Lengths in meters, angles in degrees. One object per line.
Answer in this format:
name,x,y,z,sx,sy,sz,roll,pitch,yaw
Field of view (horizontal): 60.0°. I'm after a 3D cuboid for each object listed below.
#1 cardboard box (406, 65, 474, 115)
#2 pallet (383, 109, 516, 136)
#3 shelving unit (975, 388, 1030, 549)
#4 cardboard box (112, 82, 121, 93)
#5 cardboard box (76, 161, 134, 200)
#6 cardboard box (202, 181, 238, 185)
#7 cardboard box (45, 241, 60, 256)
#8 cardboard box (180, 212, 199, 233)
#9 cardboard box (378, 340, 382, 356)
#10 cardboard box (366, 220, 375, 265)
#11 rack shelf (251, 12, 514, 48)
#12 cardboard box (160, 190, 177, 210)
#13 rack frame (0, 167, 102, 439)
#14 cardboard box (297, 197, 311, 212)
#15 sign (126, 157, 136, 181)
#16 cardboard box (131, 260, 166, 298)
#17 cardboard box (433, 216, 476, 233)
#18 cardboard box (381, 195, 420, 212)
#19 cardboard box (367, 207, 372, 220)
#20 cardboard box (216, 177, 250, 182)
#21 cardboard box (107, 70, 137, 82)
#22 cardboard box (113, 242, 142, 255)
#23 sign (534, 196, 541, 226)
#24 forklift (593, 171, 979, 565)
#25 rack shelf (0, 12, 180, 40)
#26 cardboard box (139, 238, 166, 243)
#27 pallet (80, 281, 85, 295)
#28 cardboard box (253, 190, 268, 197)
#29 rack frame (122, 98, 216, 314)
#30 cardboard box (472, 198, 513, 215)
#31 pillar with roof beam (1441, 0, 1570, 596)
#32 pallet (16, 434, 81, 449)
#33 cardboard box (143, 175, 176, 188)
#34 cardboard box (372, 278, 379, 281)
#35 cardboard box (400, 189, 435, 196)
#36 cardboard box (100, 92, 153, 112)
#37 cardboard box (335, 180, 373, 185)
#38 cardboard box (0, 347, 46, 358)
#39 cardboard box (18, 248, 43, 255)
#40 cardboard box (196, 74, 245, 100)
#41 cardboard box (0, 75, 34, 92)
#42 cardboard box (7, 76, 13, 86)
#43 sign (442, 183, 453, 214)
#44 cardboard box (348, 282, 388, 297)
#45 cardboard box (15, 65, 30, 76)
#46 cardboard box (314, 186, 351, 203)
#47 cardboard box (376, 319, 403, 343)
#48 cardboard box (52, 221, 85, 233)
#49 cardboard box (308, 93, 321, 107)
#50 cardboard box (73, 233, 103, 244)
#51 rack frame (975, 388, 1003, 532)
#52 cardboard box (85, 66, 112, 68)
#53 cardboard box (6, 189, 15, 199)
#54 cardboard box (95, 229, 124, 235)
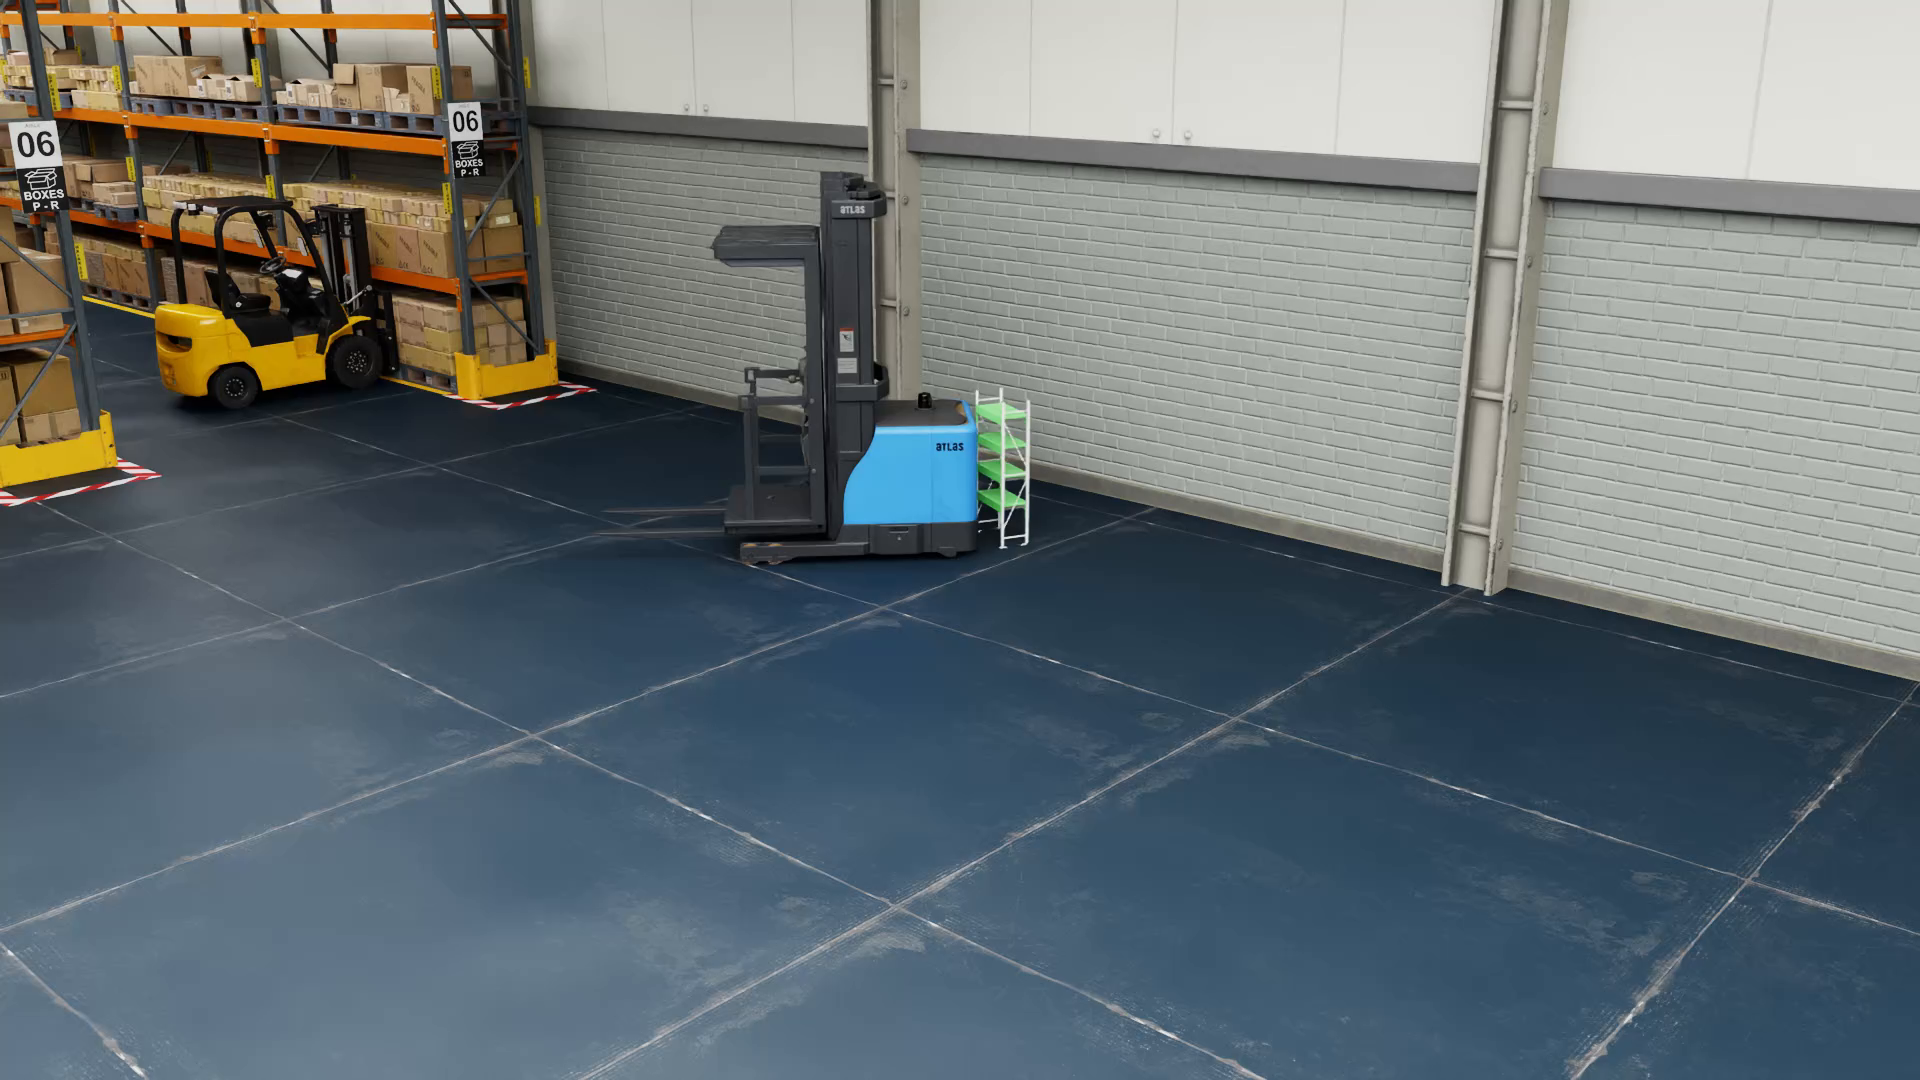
cardboard box,-5.667,-4.913,18.150,0.500,0.500,0.500,16,24,41
pallet,-5.686,-4.689,18.617,1.213,0.211,1.003,15,23,39
shelving unit,0.339,-0.585,13.472,0.258,1.200,0.503,-8,19,-23
cardboard box,-11.583,-6.325,23.214,0.250,0.149,0.380,16,23,40
cardboard box,-12.502,-5.296,24.474,0.637,0.503,0.797,14,23,38
cardboard box,-9.884,-4.699,22.223,0.250,0.149,0.380,15,23,39
cardboard box,-13.937,-4.424,26.031,0.500,0.500,0.500,16,24,42
cardboard box,-10.226,-4.341,22.578,0.500,0.250,0.500,14,22,38
cardboard box,-6.873,-2.370,19.973,0.500,0.250,0.500,16,24,41
cardboard box,-6.866,-3.549,19.669,0.500,0.500,0.500,15,23,40
rack shelf,-6.670,-5.882,19.118,4.000,0.370,1.077,15,23,39
cardboard box,-10.615,-4.682,22.827,0.500,0.250,0.500,16,24,41
rack frame,-8.467,-2.030,15.050,0.127,3.000,1.000,15,23,39
cardboard box,-7.908,-4.139,20.457,0.250,0.149,0.380,16,23,41
sign,-11.511,-5.150,23.097,0.005,0.325,0.100,15,23,39
cardboard box,-11.617,-3.805,24.081,0.500,0.500,0.500,16,24,41
cardboard box,-5.620,-3.517,18.498,0.250,0.149,0.380,15,23,40
cardboard box,-6.407,-3.860,19.086,0.250,0.149,0.380,16,23,41
cardboard box,-6.722,-3.840,19.514,0.250,0.149,0.380,15,23,39
cardboard box,-9.984,-4.901,22.858,0.250,0.149,0.380,15,23,39
cardboard box,-11.612,-6.452,23.123,0.250,0.149,0.380,16,24,41
cardboard box,-12.255,-4.294,24.549,0.250,0.149,0.380,16,24,41
sign,-4.802,-3.729,18.840,0.005,0.325,0.100,15,23,39
forklift,-1.393,-1.366,13.072,3.031,2.935,1.130,-1,18,-4
rack shelf,-12.654,-7.488,24.180,4.000,0.370,1.077,15,23,39
cardboard box,-12.131,-4.462,25.077,0.250,0.149,0.380,14,23,38
pallet,-13.516,-4.080,26.117,1.213,0.211,1.003,15,23,39
cardboard box,-8.774,-4.380,21.217,0.250,0.149,0.380,15,23,38
rack frame,-11.158,-4.760,23.653,0.127,3.000,1.000,15,23,39
cardboard box,-5.284,-3.768,18.798,0.250,0.149,0.380,14,23,38
pillar with roof beam,1.021,-2.974,8.106,0.400,9.000,9.100,15,23,39
pallet,-9.108,-0.888,16.059,1.213,0.211,1.003,15,23,39
cardboard box,-11.115,-4.987,23.128,0.250,0.149,0.380,16,24,41
cardboard box,-7.281,-3.170,20.840,0.500,0.250,0.500,15,23,38
cardboard box,-6.422,-4.085,19.797,0.250,0.149,0.380,15,23,40
cardboard box,-11.703,-6.167,23.373,0.500,0.250,0.500,14,22,37
cardboard box,-7.567,-4.400,20.789,0.250,0.149,0.380,14,23,38
cardboard box,-9.298,-1.610,16.339,0.500,0.500,0.500,14,22,37
cardboard box,-9.026,-2.481,15.813,0.500,0.500,0.500,16,24,41
cardboard box,-9.444,-5.837,21.373,0.500,0.311,0.500,14,22,37
cardboard box,-14.677,-7.104,25.834,0.500,0.250,0.500,15,23,39
cardboard box,-14.190,-6.971,25.216,0.250,0.149,0.380,15,23,40
sign,-5.545,-3.699,18.002,0.005,0.325,0.100,15,23,39
cardboard box,-7.257,-2.953,20.156,0.500,0.250,0.500,16,24,41
cardboard box,-13.971,-7.066,25.024,0.250,0.149,0.380,16,23,40
cardboard box,-7.548,-4.168,20.058,0.250,0.149,0.380,16,23,40
cardboard box,-6.514,-2.511,19.590,0.500,0.250,0.500,14,23,38
cardboard box,-13.832,-4.850,25.808,0.250,0.149,0.380,14,22,37
cardboard box,-7.457,-5.202,19.641,0.250,0.149,0.380,16,24,41
cardboard box,-13.386,-4.610,25.545,0.250,0.149,0.380,15,23,38
rack frame,0.237,-0.652,13.683,0.240,1.200,0.015,-8,19,-23
cardboard box,-12.678,-6.926,24.581,0.250,0.149,0.380,16,23,41
cardboard box,-14.976,-5.545,26.539,0.250,0.149,0.380,16,23,41
cardboard box,-13.296,-4.774,26.062,0.250,0.149,0.380,15,23,40
